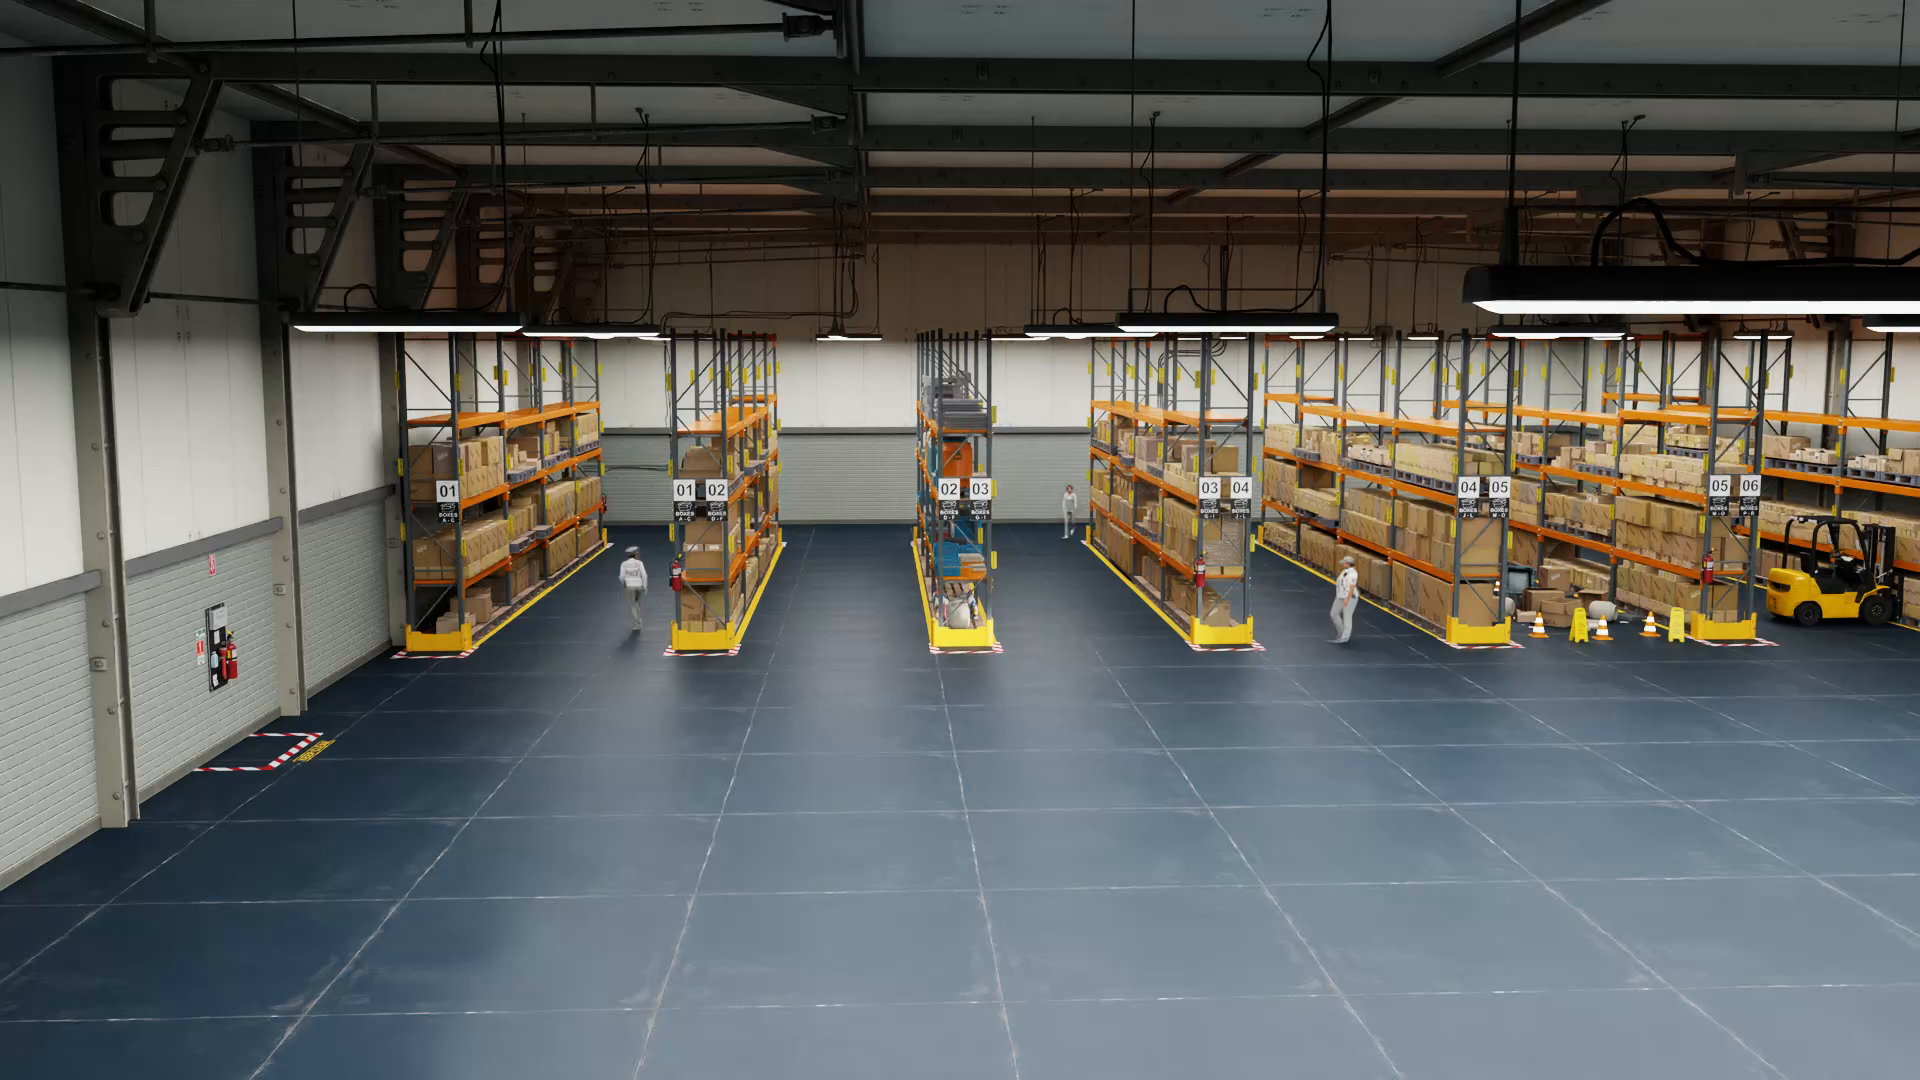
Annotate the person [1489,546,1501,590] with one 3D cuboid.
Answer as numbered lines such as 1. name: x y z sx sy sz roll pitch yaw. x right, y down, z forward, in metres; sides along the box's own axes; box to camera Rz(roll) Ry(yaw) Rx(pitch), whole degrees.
1. person: 12.476 0.369 38.842 0.450 1.718 0.516 6 9 40

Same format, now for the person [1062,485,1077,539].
1. person: 3.233 -0.846 49.073 0.433 1.579 0.733 0 7 4

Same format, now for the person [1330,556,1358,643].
1. person: 7.400 1.150 32.032 0.481 1.695 0.529 -4 8 -30

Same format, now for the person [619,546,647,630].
1. person: -6.609 1.000 33.468 0.465 1.719 0.601 -5 8 -37
